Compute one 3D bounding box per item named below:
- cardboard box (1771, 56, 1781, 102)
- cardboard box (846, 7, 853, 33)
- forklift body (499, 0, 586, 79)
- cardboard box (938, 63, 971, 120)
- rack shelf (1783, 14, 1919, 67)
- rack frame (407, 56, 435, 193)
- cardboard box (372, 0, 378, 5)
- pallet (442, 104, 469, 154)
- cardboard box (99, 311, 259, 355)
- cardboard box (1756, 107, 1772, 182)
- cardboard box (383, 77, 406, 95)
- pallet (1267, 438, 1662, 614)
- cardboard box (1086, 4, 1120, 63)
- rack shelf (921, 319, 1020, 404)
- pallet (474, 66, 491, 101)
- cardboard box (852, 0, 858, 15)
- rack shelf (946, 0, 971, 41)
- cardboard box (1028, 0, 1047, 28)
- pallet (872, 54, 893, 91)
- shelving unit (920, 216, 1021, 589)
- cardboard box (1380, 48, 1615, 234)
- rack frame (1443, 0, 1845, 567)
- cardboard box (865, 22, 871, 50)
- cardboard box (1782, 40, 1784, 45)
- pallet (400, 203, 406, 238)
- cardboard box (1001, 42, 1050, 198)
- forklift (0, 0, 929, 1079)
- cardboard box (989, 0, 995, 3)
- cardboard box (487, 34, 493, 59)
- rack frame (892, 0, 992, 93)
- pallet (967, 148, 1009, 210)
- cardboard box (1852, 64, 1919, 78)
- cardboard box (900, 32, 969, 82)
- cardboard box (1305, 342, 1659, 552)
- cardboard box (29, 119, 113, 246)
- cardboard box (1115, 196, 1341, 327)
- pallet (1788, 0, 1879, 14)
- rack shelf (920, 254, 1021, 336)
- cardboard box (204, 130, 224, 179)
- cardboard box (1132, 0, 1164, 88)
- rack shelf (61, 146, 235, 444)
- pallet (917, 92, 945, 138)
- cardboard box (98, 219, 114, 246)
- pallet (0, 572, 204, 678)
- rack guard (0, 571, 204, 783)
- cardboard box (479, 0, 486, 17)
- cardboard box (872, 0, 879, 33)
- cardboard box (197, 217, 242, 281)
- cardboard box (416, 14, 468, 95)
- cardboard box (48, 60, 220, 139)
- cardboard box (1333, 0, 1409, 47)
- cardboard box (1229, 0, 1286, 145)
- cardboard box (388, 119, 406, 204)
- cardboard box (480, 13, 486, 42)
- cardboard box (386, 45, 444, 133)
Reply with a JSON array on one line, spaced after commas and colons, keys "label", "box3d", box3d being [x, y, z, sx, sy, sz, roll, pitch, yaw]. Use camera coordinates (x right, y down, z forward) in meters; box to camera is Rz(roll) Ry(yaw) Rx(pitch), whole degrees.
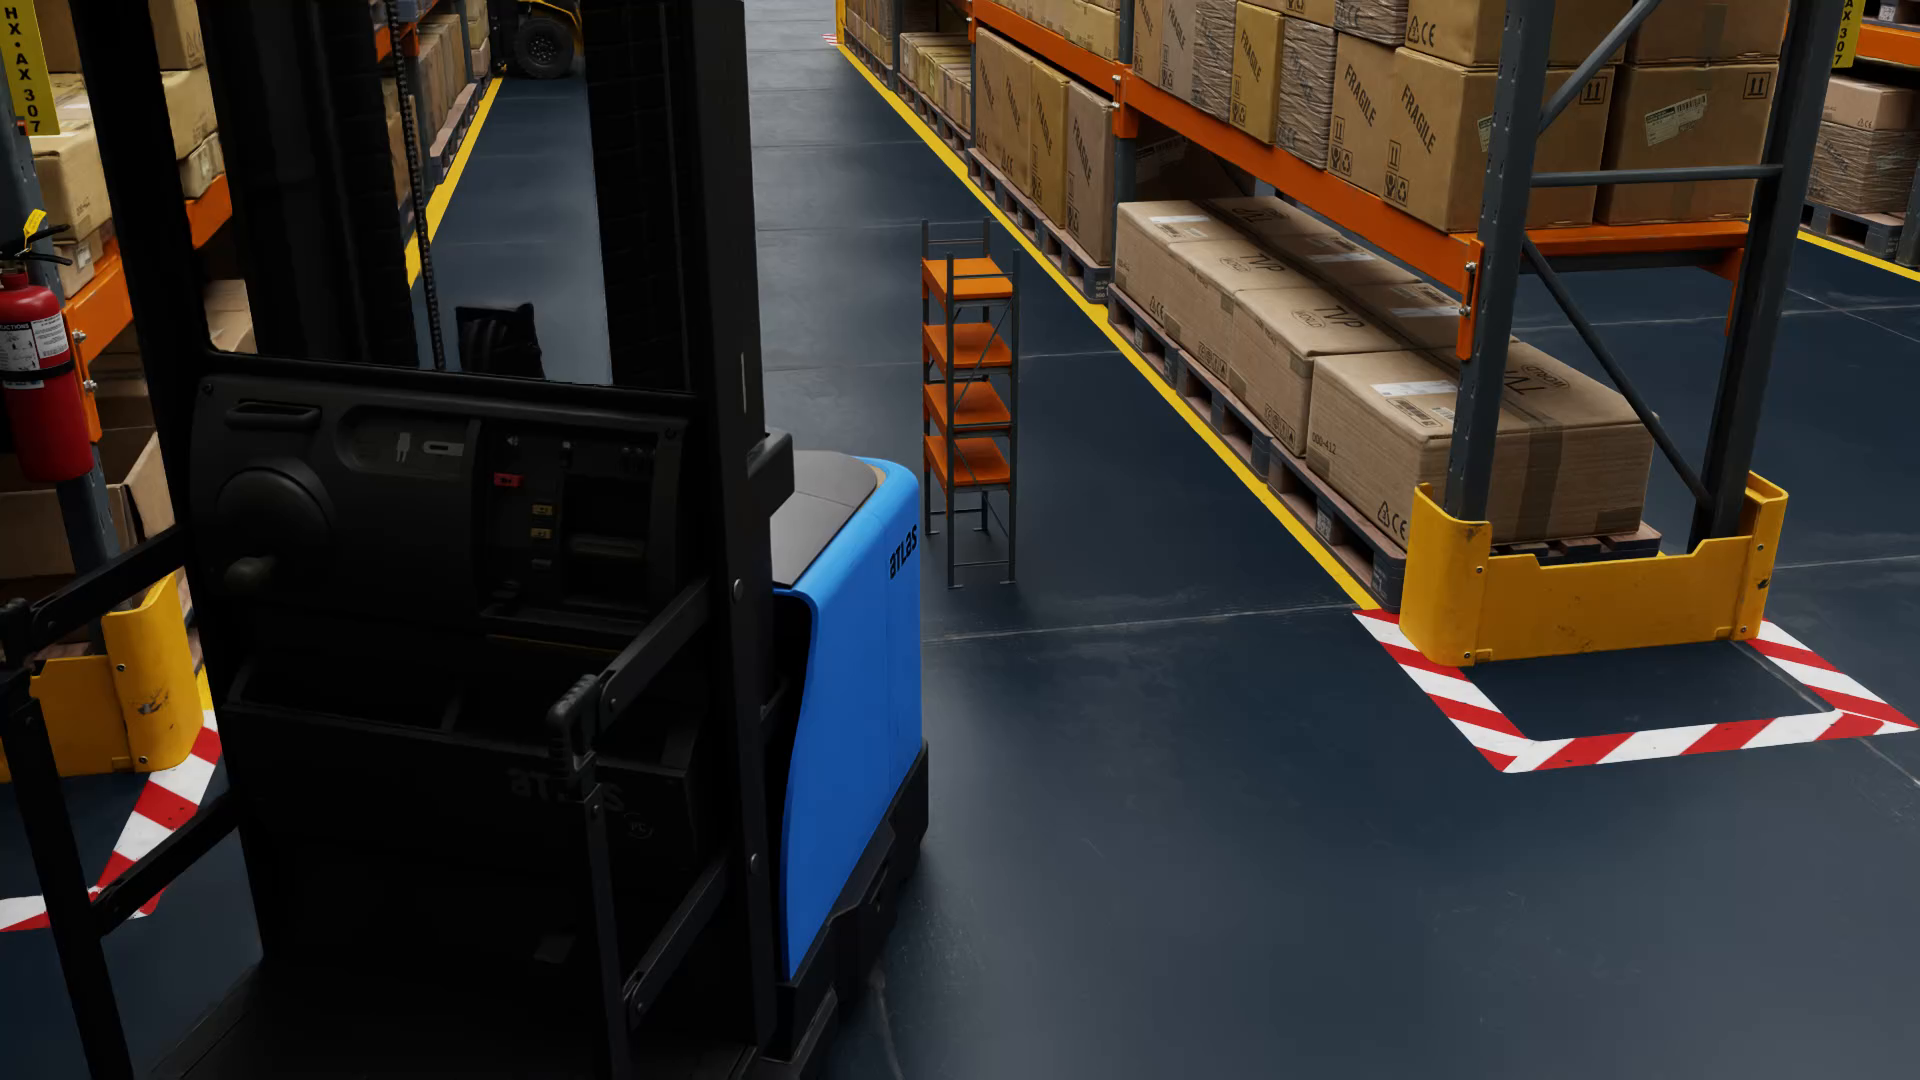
[{"label": "cardboard box", "box3d": [5.588, -3.138, 11.348, 0.500, 0.250, 0.500, -5, 24, -12]}, {"label": "cardboard box", "box3d": [-1.020, -5.971, 19.086, 0.500, 0.250, 0.500, -5, 24, -10]}, {"label": "forklift body", "box3d": [-3.631, -6.008, 17.319, 2.313, 2.155, 1.214, -4, 24, -10]}, {"label": "cardboard box", "box3d": [0.343, -3.731, 13.803, 0.950, 0.372, 0.625, -5, 24, -11]}, {"label": "rack shelf", "box3d": [5.798, -3.520, 11.460, 1.077, 0.370, 4.000, -4, 24, -10]}, {"label": "rack frame", "box3d": [-4.295, -3.861, 11.343, 1.000, 3.000, 0.127, -4, 24, -10]}, {"label": "cardboard box", "box3d": [-3.666, -3.245, 9.284, 0.700, 0.500, 0.500, -4, 24, -10]}, {"label": "pallet", "box3d": [-4.631, -3.389, 13.746, 1.003, 0.211, 1.213, -4, 24, -10]}, {"label": "cardboard box", "box3d": [-2.955, -0.564, 6.391, 0.500, 0.500, 0.500, -4, 24, -9]}, {"label": "cardboard box", "box3d": [5.689, -2.584, 11.017, 0.500, 0.500, 0.500, -5, 24, -11]}, {"label": "cardboard box", "box3d": [-3.955, -3.030, 11.228, 0.380, 0.149, 0.250, -5, 24, -12]}, {"label": "pallet", "box3d": [1.837, -0.114, 6.248, 1.003, 0.211, 1.213, -4, 24, -10]}, {"label": "cardboard box", "box3d": [0.991, -2.746, 8.977, 0.500, 0.250, 0.500, -5, 24, -11]}, {"label": "rack shelf", "box3d": [0.031, -0.628, 5.798, 0.258, 0.148, 0.480, -4, 24, -10]}, {"label": "pallet", "box3d": [-5.141, -4.473, 16.227, 1.003, 0.211, 1.213, -4, 24, -10]}, {"label": "cardboard box", "box3d": [-0.914, -6.100, 18.444, 0.500, 0.500, 0.500, -5, 24, -12]}, {"label": "rack shelf", "box3d": [0.212, -4.687, 14.133, 1.077, 0.370, 4.000, -4, 24, -10]}, {"label": "cardboard box", "box3d": [0.724, -3.349, 10.358, 0.500, 0.250, 0.500, -4, 24, -10]}, {"label": "pallet", "box3d": [-0.316, -4.787, 16.947, 1.003, 0.211, 1.213, -4, 24, -10]}, {"label": "shelving unit", "box3d": [0.031, -0.485, 5.861, 0.258, 1.200, 0.503, -4, 24, -10]}, {"label": "cardboard box", "box3d": [1.712, -1.299, 5.353, 0.500, 0.500, 0.500, -4, 24, -9]}, {"label": "rack frame", "box3d": [2.061, -1.083, 4.983, 1.000, 3.000, 0.127, -4, 24, -10]}, {"label": "cardboard box", "box3d": [-0.729, -5.358, 17.680, 0.500, 0.250, 0.500, -4, 24, -9]}, {"label": "cardboard box", "box3d": [5.916, -3.579, 12.359, 0.500, 0.250, 0.500, -4, 24, -9]}, {"label": "pallet", "box3d": [-3.972, -1.808, 10.126, 1.003, 0.211, 1.213, -4, 24, -10]}, {"label": "cardboard box", "box3d": [0.789, -2.820, 11.089, 0.875, 0.875, 0.875, -4, 24, -9]}, {"label": "forklift", "box3d": [-0.959, -0.032, 2.661, 1.130, 2.935, 3.031, 6, 24, 14]}, {"label": "cardboard box", "box3d": [0.425, -3.950, 11.734, 0.500, 0.250, 0.500, -5, 24, -11]}, {"label": "cardboard box", "box3d": [-5.018, -4.981, 16.819, 0.500, 0.250, 0.500, -4, 24, -9]}, {"label": "rack frame", "box3d": [-0.158, -5.803, 15.790, 1.000, 3.000, 0.127, -4, 24, -10]}, {"label": "pallet", "box3d": [0.654, -2.637, 12.023, 1.003, 0.211, 1.213, -4, 24, -10]}, {"label": "cardboard box", "box3d": [6.190, -2.973, 10.971, 0.500, 0.250, 0.500, -4, 24, -8]}, {"label": "cardboard box", "box3d": [-0.058, -4.586, 15.760, 0.950, 0.372, 0.625, -4, 24, -9]}, {"label": "cardboard box", "box3d": [1.841, -0.354, 5.989, 0.875, 0.438, 0.875, -5, 24, -12]}, {"label": "cardboard box", "box3d": [-2.635, -0.981, 4.563, 0.500, 0.250, 0.500, -4, 24, -9]}, {"label": "cardboard box", "box3d": [1.332, -1.420, 8.431, 0.875, 0.438, 0.875, -5, 24, -11]}, {"label": "pallet", "box3d": [5.834, -3.773, 11.380, 1.003, 0.211, 1.213, -4, 24, -10]}, {"label": "rack shelf", "box3d": [0.031, -0.845, 5.703, 0.258, 0.148, 0.480, -4, 24, -10]}, {"label": "cardboard box", "box3d": [-2.865, -1.362, 5.934, 0.380, 0.149, 0.250, -4, 24, -9]}, {"label": "cardboard box", "box3d": [1.151, -2.499, 8.098, 0.500, 0.500, 0.500, -4, 24, -8]}, {"label": "rack shelf", "box3d": [-3.186, -1.172, 6.084, 1.077, 0.370, 4.000, -4, 24, -10]}, {"label": "pallet", "box3d": [0.217, -3.739, 14.546, 1.003, 0.211, 1.213, -4, 24, -10]}, {"label": "cardboard box", "box3d": [-2.782, -0.947, 4.983, 0.380, 0.149, 0.250, -5, 24, -10]}, {"label": "pallet", "box3d": [-2.978, 0.220, 5.483, 1.003, 0.211, 1.213, -4, 24, -10]}, {"label": "rack guard", "box3d": [-2.830, 0.401, 4.707, 1.175, 0.500, 0.348, -4, 24, -10]}, {"label": "cardboard box", "box3d": [-4.901, -5.241, 16.163, 0.500, 0.250, 0.500, -4, 24, -10]}, {"label": "cardboard box", "box3d": [-0.626, -5.492, 17.052, 0.500, 0.500, 0.500, -4, 24, -9]}, {"label": "cardboard box", "box3d": [-3.937, -1.506, 8.549, 0.500, 0.500, 0.500, -4, 24, -10]}, {"label": "cardboard box", "box3d": [-4.927, -4.334, 14.869, 0.875, 0.625, 0.625, -3, 24, -7]}, {"label": "cardboard box", "box3d": [-2.941, -1.578, 5.930, 0.500, 0.250, 0.500, -5, 24, -11]}, {"label": "cardboard box", "box3d": [1.613, -1.963, 5.622, 0.500, 0.500, 0.500, -4, 24, -10]}, {"label": "cardboard box", "box3d": [1.421, -1.902, 6.732, 0.500, 0.500, 0.500, -4, 24, -8]}, {"label": "cardboard box", "box3d": [-3.824, -2.355, 10.492, 0.500, 0.500, 0.500, -3, 24, -7]}, {"label": "cardboard box", "box3d": [-4.916, -5.007, 16.253, 0.500, 0.250, 0.500, -4, 24, -10]}, {"label": "cardboard box", "box3d": [-4.526, -3.468, 12.886, 0.875, 0.625, 0.625, -4, 24, -8]}]
